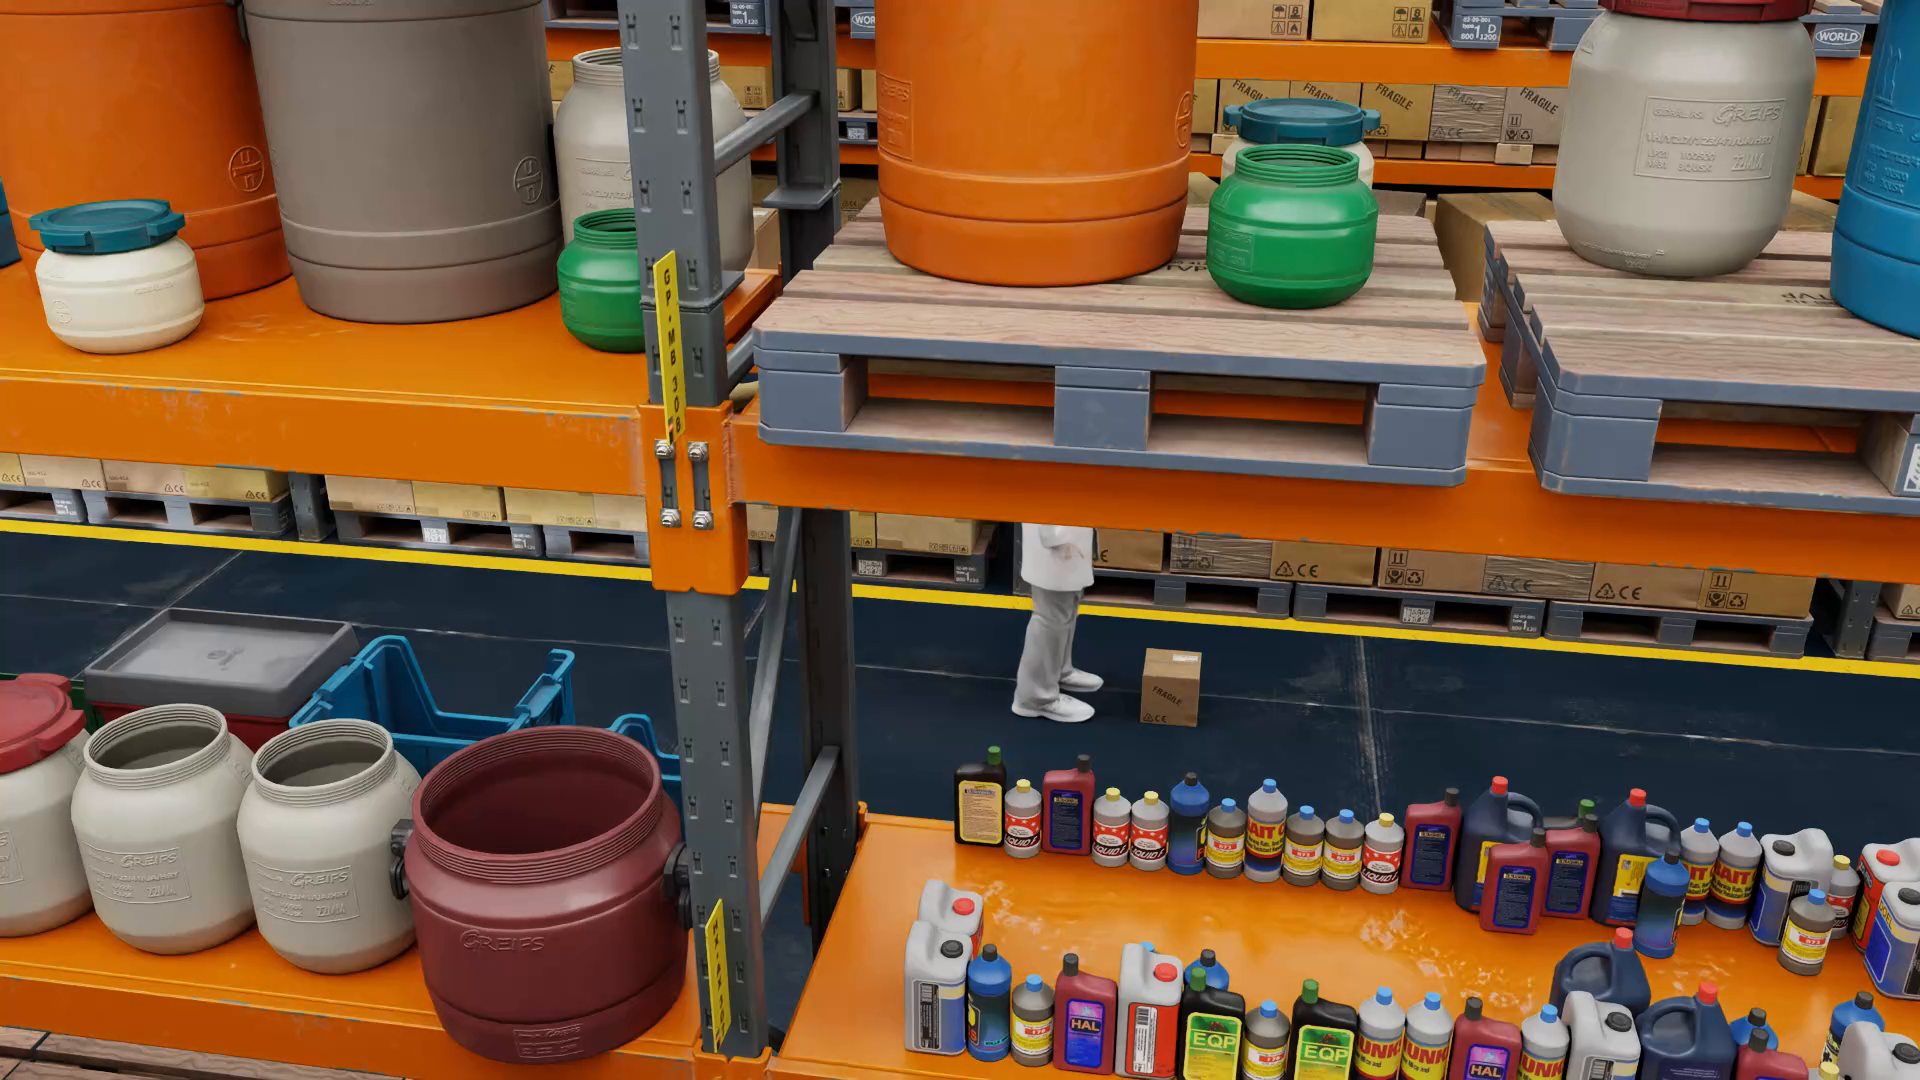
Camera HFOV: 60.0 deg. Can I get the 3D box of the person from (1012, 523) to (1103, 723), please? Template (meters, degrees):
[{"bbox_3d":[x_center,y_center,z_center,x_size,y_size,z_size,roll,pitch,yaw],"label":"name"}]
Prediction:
[{"bbox_3d":[0.452,-0.074,7.288,0.385,1.780,0.561,5,25,10],"label":"person"}]
